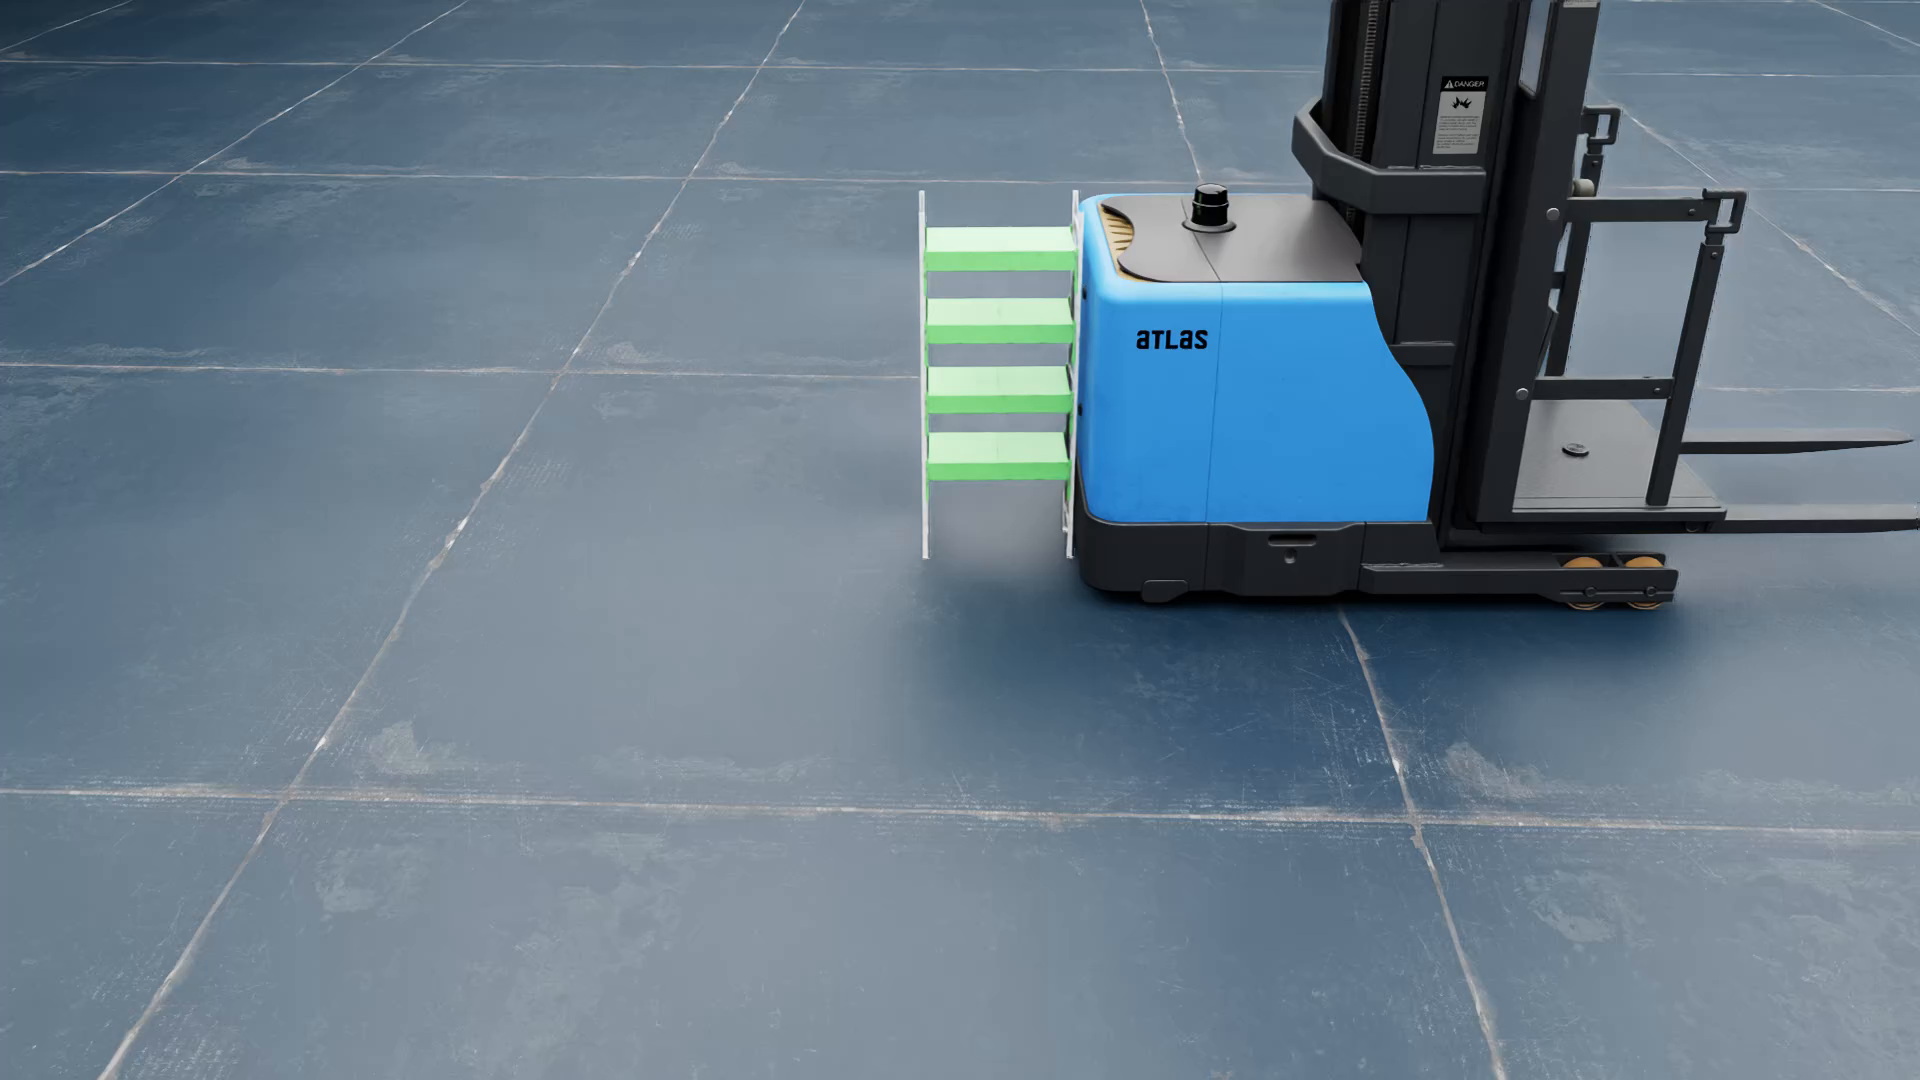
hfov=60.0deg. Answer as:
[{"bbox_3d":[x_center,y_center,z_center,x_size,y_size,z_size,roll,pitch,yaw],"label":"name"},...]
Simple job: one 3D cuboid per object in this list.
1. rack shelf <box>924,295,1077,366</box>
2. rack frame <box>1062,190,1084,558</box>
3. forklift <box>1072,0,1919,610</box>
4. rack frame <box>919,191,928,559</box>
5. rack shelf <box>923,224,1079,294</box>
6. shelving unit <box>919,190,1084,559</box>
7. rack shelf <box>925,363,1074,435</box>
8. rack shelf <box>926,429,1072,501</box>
[{"bbox_3d":[0.125,-0.678,5.372,0.480,0.148,0.258,0,28,-1],"label":"rack shelf"},{"bbox_3d":[0.369,-0.524,5.458,0.015,1.200,0.240,0,28,-1],"label":"rack frame"},{"bbox_3d":[1.905,-1.320,5.111,3.031,2.935,1.130,0,28,-1],"label":"forklift"},{"bbox_3d":[-0.119,-0.521,5.451,0.015,1.200,0.240,0,28,-1],"label":"rack frame"},{"bbox_3d":[0.125,-0.890,5.260,0.480,0.148,0.258,0,28,-1],"label":"rack shelf"},{"bbox_3d":[0.125,-0.523,5.455,0.503,1.200,0.258,0,28,-1],"label":"shelving unit"},{"bbox_3d":[0.125,-0.466,5.484,0.480,0.148,0.258,0,28,-1],"label":"rack shelf"},{"bbox_3d":[0.125,-0.254,5.597,0.480,0.148,0.258,0,28,-1],"label":"rack shelf"}]
